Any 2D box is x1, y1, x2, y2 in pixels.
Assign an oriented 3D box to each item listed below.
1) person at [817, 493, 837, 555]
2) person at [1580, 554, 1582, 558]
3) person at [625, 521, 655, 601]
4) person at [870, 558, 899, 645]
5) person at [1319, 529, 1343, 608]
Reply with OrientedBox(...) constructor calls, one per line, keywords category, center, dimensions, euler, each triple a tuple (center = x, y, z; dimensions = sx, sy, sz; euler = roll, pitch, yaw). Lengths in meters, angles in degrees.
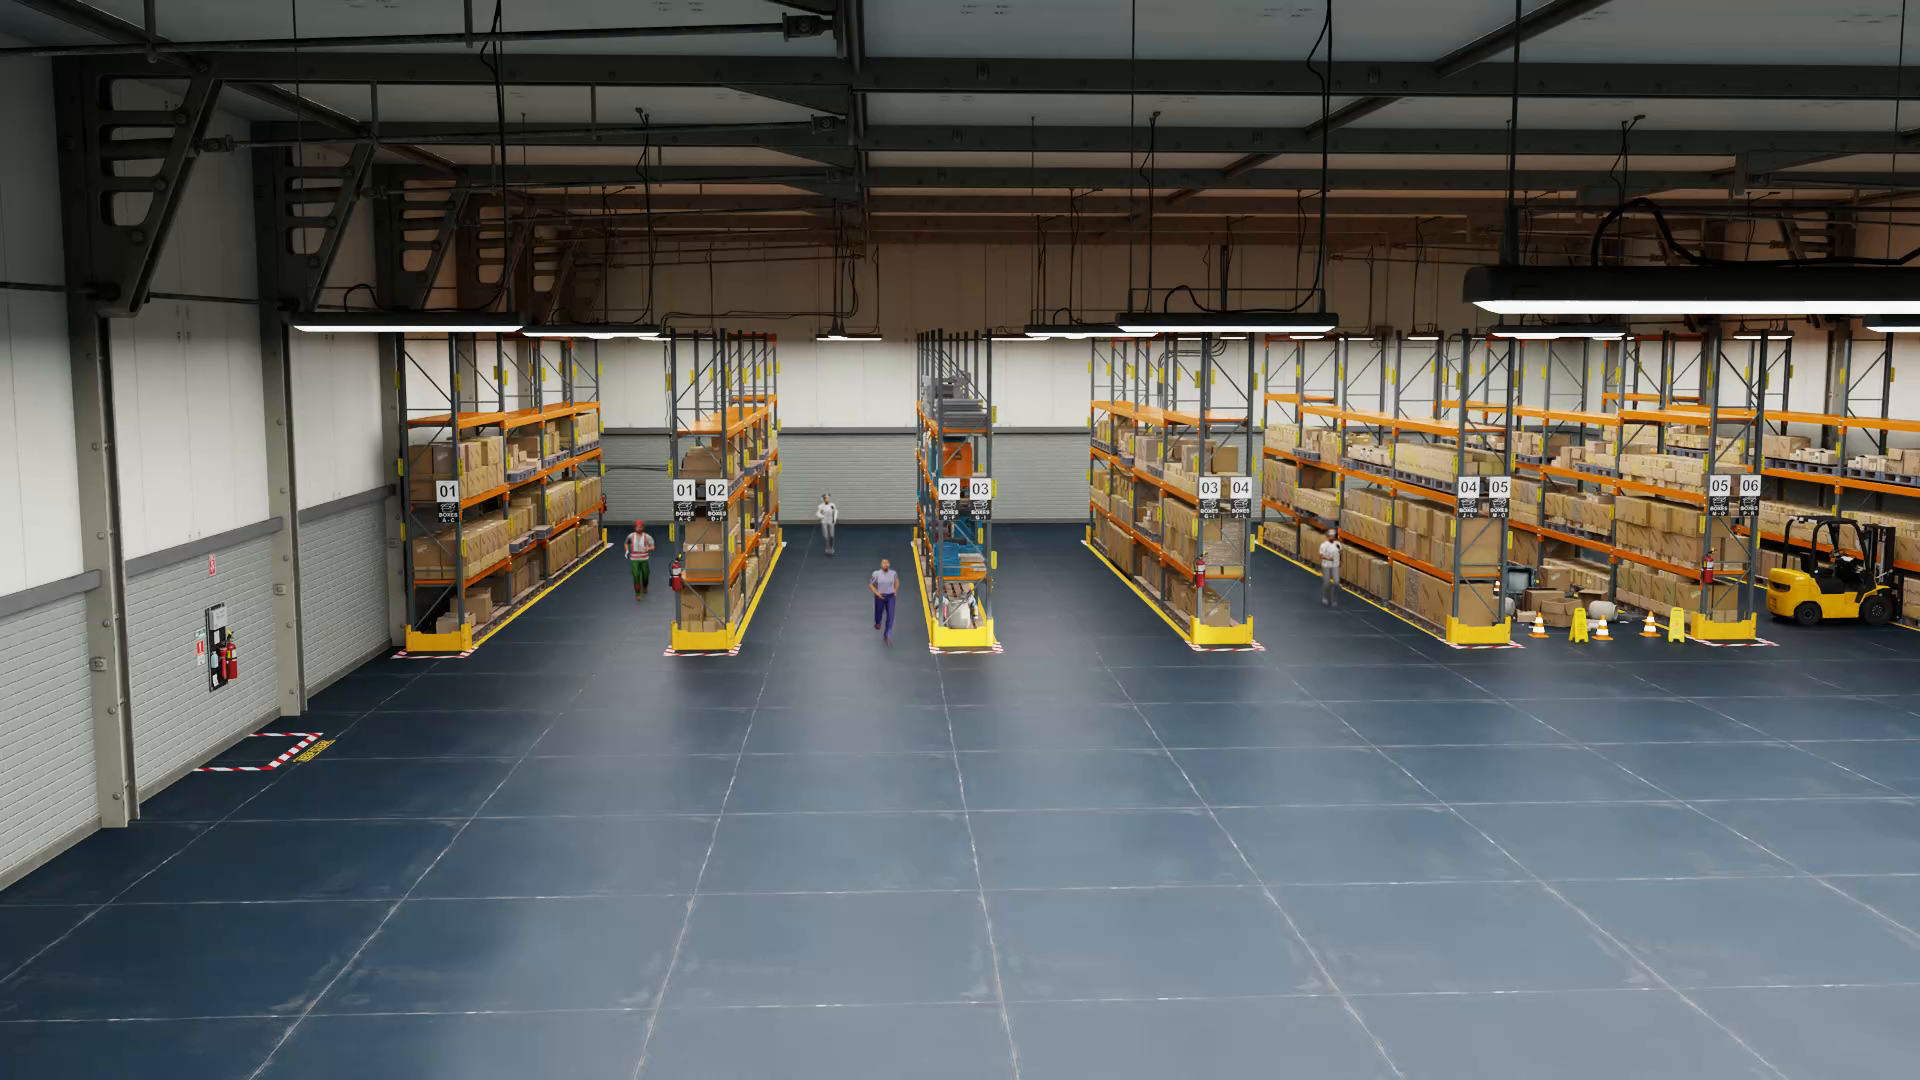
OrientedBox(category="person", center=(-3.607, -0.442, 45.289), dimensions=(0.514, 1.687, 0.683), euler=(-1, 7, -9))
OrientedBox(category="person", center=(15.774, -0.071, 42.455), dimensions=(0.501, 1.624, 0.741), euler=(-1, 7, -8))
OrientedBox(category="person", center=(-7.172, 0.448, 37.235), dimensions=(0.667, 1.768, 0.963), euler=(-1, 7, -9))
OrientedBox(category="person", center=(-1.453, 1.163, 32.144), dimensions=(0.586, 1.630, 0.987), euler=(-1, 7, -6))
OrientedBox(category="person", center=(8.110, 0.625, 36.319), dimensions=(0.584, 1.750, 0.718), euler=(0, 7, -1))
